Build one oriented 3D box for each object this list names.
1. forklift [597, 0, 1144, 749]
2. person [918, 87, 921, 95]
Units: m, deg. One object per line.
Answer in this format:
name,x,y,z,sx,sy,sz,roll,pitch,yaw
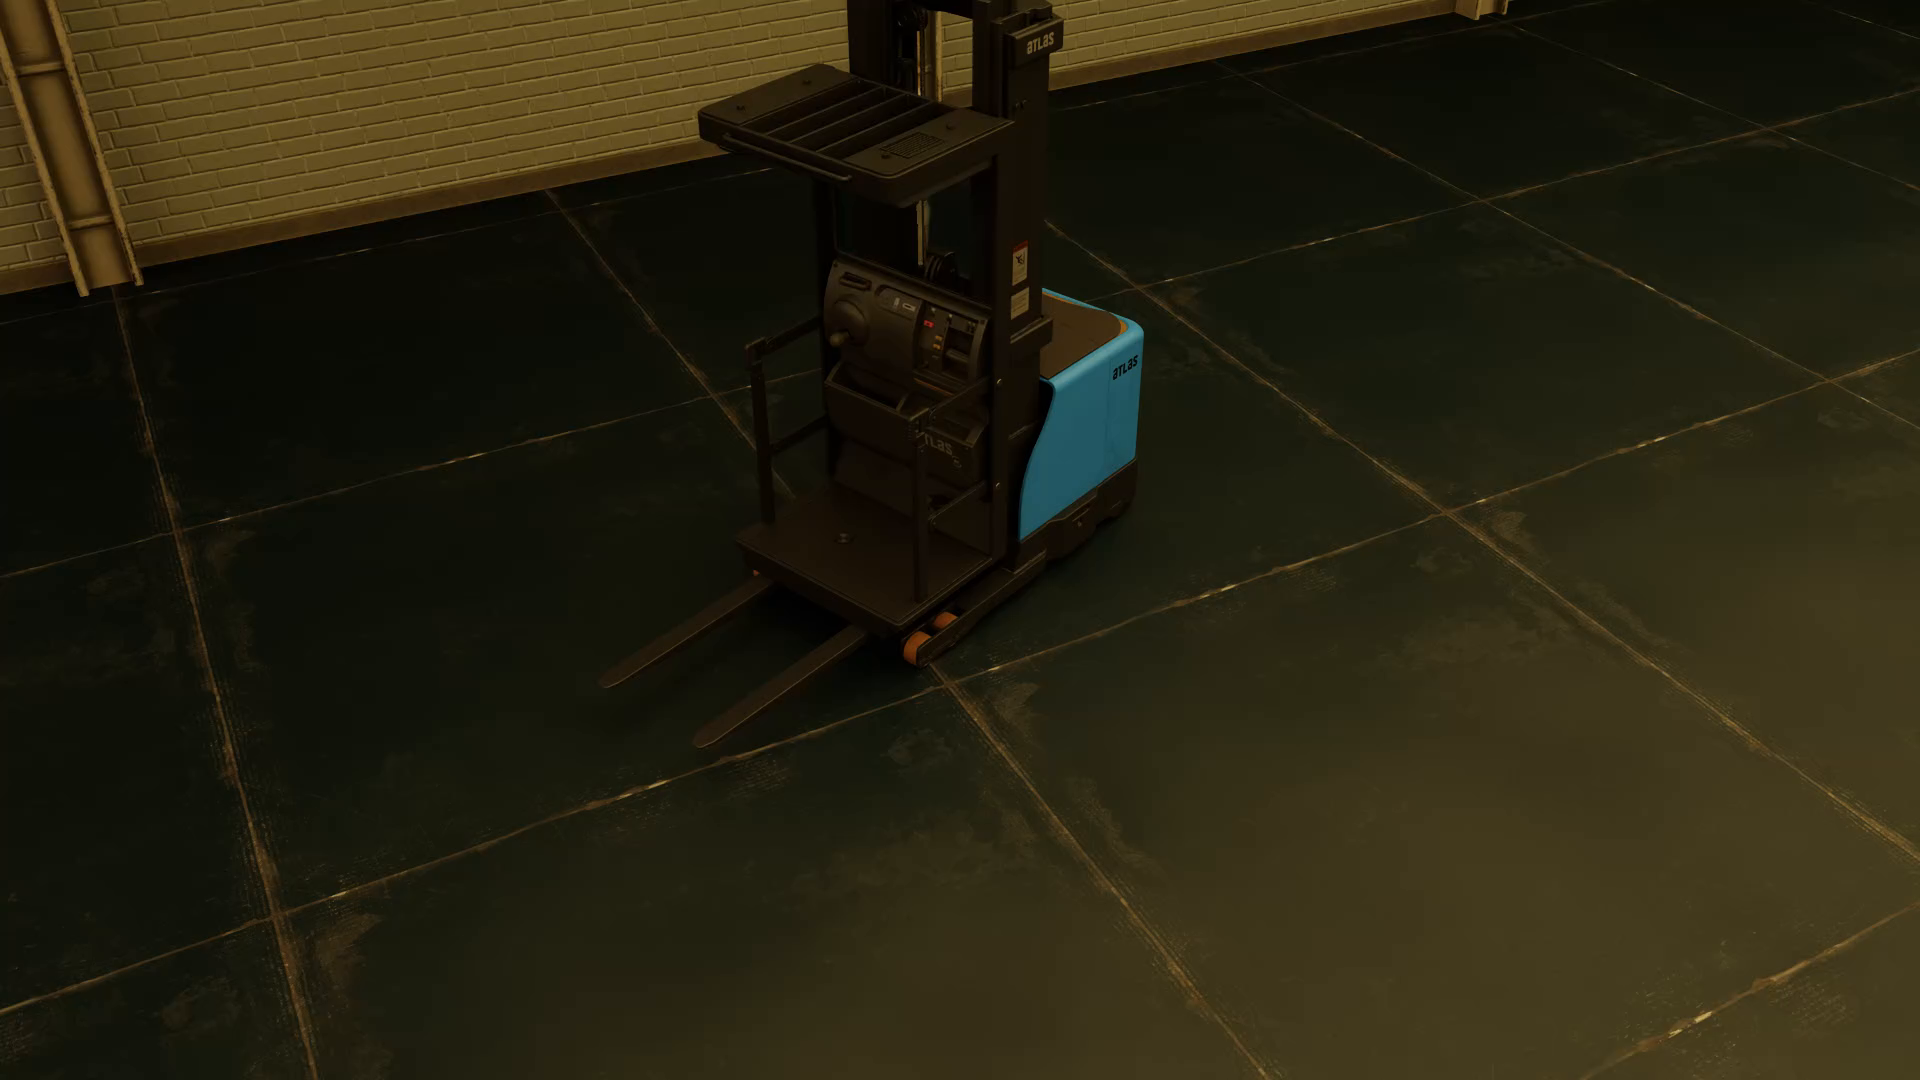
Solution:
forklift,-0.390,-0.927,7.434,1.130,2.935,3.031,26,43,31
person,-0.385,-2.497,10.736,0.331,1.691,0.473,-10,36,-14
